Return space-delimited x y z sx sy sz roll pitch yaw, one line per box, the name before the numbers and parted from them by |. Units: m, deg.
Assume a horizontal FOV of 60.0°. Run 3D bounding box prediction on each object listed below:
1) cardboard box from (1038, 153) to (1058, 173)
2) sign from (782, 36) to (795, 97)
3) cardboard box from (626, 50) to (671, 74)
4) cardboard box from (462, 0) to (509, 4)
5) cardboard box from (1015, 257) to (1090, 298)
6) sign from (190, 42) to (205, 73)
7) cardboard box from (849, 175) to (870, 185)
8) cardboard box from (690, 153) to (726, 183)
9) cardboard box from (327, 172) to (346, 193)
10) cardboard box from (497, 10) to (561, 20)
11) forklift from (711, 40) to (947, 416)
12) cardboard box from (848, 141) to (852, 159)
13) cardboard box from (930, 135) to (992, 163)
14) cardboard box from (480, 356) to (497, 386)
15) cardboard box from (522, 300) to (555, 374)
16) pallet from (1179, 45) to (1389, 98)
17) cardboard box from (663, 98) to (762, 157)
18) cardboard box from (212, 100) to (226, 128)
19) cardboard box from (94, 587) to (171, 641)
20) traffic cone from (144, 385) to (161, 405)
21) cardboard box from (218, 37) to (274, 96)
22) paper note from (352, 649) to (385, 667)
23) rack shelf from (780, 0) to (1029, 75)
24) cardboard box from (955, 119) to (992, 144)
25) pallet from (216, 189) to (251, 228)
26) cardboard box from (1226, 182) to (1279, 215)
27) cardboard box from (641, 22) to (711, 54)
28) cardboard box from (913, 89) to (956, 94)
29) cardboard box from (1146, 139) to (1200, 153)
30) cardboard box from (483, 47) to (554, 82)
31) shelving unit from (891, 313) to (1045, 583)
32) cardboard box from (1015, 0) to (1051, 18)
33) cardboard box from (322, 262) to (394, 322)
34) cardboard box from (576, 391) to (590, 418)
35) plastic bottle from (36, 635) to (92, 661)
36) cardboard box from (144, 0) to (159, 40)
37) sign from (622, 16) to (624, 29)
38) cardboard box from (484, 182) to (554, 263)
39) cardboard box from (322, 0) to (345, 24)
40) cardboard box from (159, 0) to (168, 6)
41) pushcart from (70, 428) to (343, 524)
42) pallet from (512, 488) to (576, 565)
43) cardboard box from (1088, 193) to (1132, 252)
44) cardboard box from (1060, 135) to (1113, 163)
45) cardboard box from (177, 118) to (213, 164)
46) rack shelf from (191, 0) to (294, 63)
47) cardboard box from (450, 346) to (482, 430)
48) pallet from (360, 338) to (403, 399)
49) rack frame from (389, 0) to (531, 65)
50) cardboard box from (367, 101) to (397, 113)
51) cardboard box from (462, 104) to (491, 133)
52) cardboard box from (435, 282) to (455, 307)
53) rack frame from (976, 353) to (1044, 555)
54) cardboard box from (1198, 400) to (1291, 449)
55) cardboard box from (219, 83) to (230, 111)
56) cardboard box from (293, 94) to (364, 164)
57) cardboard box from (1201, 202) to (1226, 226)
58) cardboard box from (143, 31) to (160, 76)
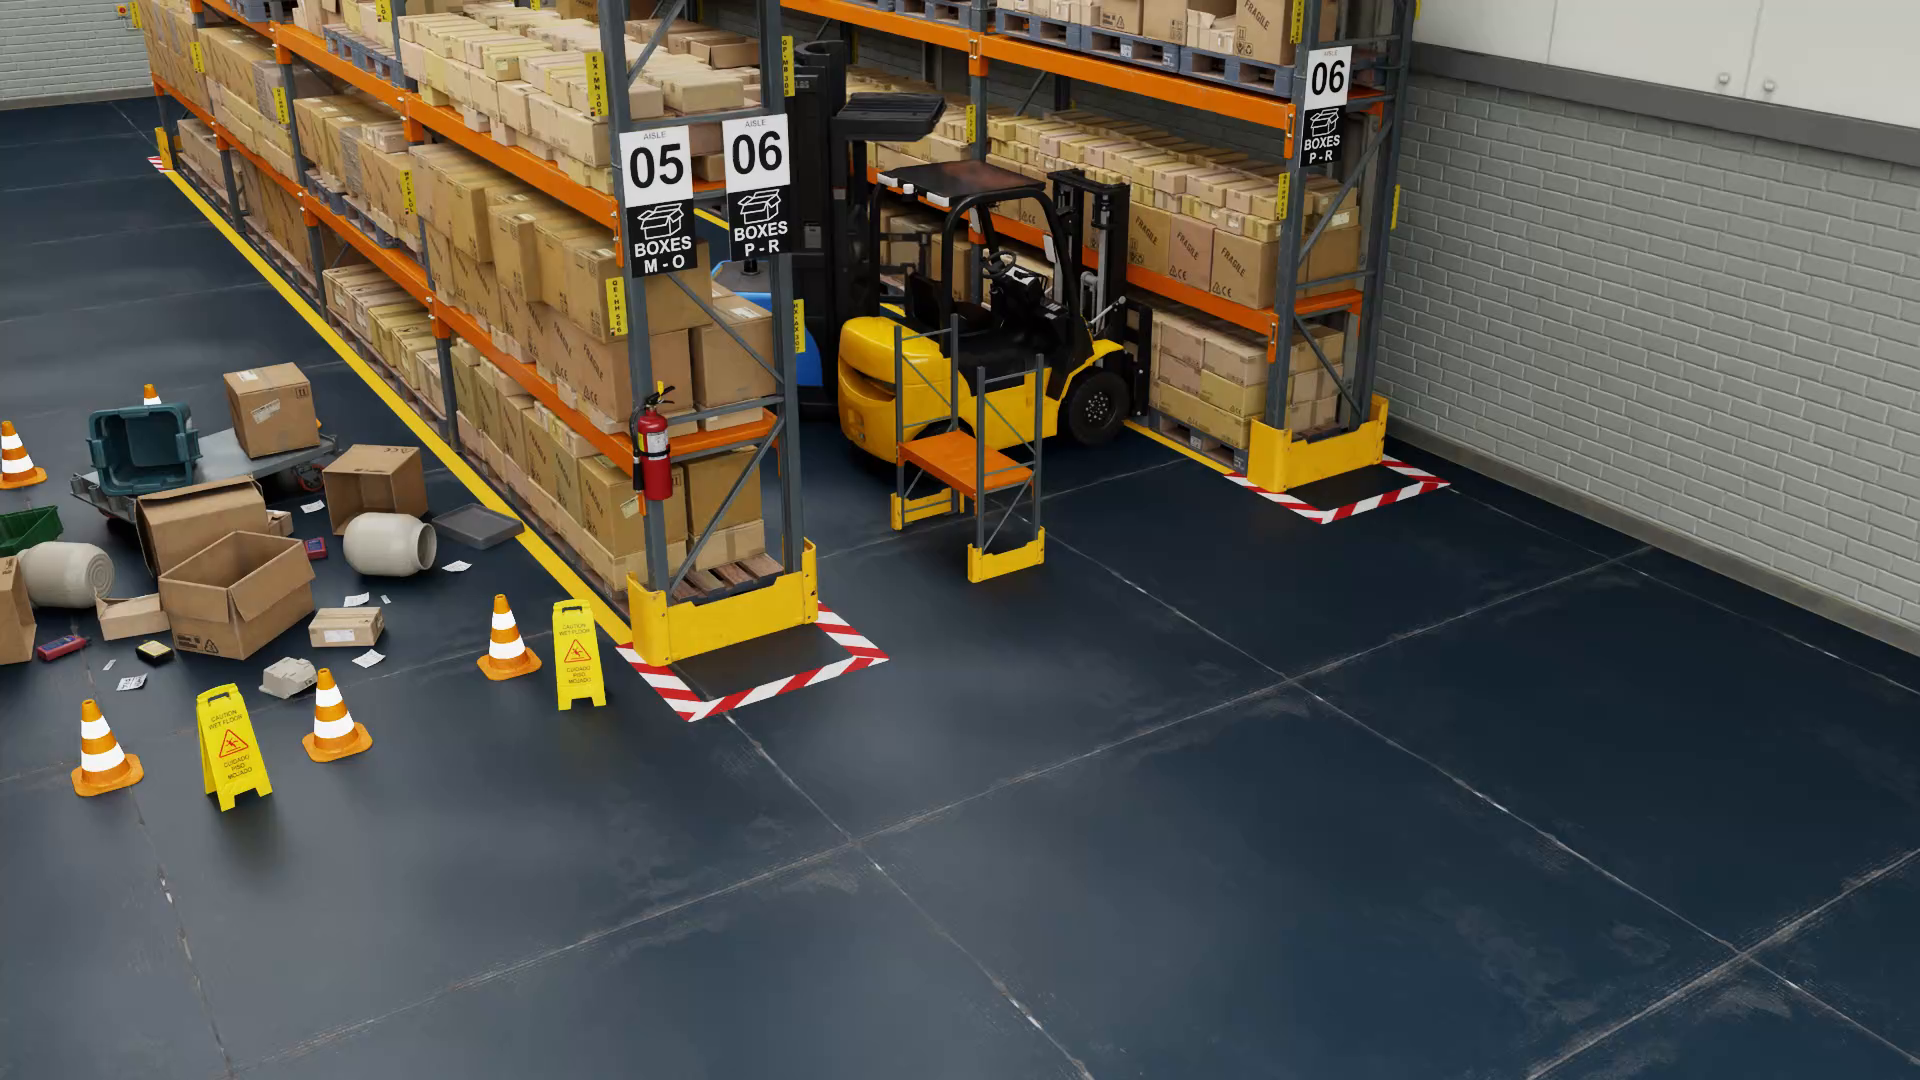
cardboard box | 0.884 -3.215 14.133 0.380 0.149 0.250 -15 29 -28
sign | -0.969 -2.626 9.224 0.100 0.325 0.005 -16 29 -30
cardboard box | -1.972 -2.889 10.166 0.380 0.149 0.250 -16 29 -30
cardboard box | -3.871 -4.361 13.022 0.500 0.250 0.500 -16 30 -31
cardboard box | 0.822 -2.304 14.636 0.500 0.250 0.500 -15 29 -29
sign | -8.438 -5.337 18.398 0.100 0.325 0.005 -16 29 -30
cardboard box | -1.305 -3.657 18.235 0.875 0.625 0.625 -15 29 -28
cardboard box | -1.332 -2.185 9.607 0.380 0.149 0.250 -16 29 -30
cardboard box | -5.399 -3.205 14.790 0.380 0.149 0.250 -15 29 -29
cardboard box | -3.045 -3.644 11.765 0.380 0.149 0.250 -16 30 -31
forklift | -0.629 -2.508 13.591 3.031 2.935 1.130 2 25 5
cardboard box | -1.039 -4.120 17.102 0.500 0.250 0.500 -17 30 -31
cardboard box | 0.068 -3.611 15.438 0.500 0.250 0.500 -16 30 -31
cardboard box | -3.211 -1.241 11.919 0.380 0.149 0.250 -14 29 -28
cardboard box | -2.490 -1.417 10.735 0.500 0.500 0.500 -16 29 -30
pallet | 2.369 -3.481 12.163 1.003 0.211 1.213 -16 29 -30
cardboard box | -1.475 -2.413 9.623 0.500 0.250 0.500 -16 30 -30
cardboard box | -7.955 -4.753 18.443 0.500 0.250 0.500 -16 30 -31
cardboard box | -5.218 0.433 10.484 0.396 0.266 0.258 -10 27 -21
traffic cone | -6.453 -1.019 13.329 0.336 0.463 0.334 -16 29 -30
cardboard box | -7.402 -4.957 17.411 0.500 0.500 0.500 -16 30 -31
paper note | -3.607 0.721 10.150 0.142 0.019 0.148 18 31 33
rack shelf | -0.542 -5.083 16.295 1.077 0.370 4.000 -16 29 -30
cardboard box | 0.177 -3.745 15.256 0.380 0.149 0.250 -14 29 -28
pallet | -8.324 -4.069 20.085 1.003 0.211 1.213 -16 29 -30
cardboard box | 2.201 -2.539 12.351 0.380 0.149 0.250 -15 29 -29
cardboard box | -3.458 -6.023 20.347 0.700 0.500 0.500 -15 29 -29
cardboard box | -0.255 -4.407 16.657 0.380 0.149 0.250 -15 29 -29
cardboard box | 1.761 -3.202 13.757 0.380 0.149 0.250 -15 29 -28
cardboard box | -2.721 -2.944 10.281 0.380 0.149 0.250 -15 29 -28
shelving unit | 0.042 -0.651 11.334 0.587 1.500 1.083 -16 29 -30
cardboard box | 0.800 -4.533 13.783 0.500 0.311 0.500 -15 29 -29
cardboard box | -5.490 -2.406 15.882 0.950 0.372 0.625 -18 31 -33
cardboard box | -2.160 -0.879 10.356 0.380 0.149 0.250 -16 30 -30
plastic bottle | -5.524 0.652 10.259 0.133 0.061 0.283 18 31 33
cardboard box | -9.846 -6.547 20.778 0.500 0.500 0.500 -16 30 -31
sign | -4.268 -6.460 20.869 0.100 0.325 0.005 -16 29 -30
cardboard box | -2.676 -2.063 10.933 0.700 0.500 0.500 -16 29 -30
cardboard box | -4.934 -4.473 14.040 0.797 0.503 0.637 -16 29 -30
cardboard box | -9.385 -6.505 19.930 0.380 0.149 0.250 -16 30 -31
pushcart | -5.490 -0.443 12.210 0.936 0.377 1.648 18 31 33
pallet | -2.541 -0.249 11.992 1.003 0.211 1.213 -16 29 -30
cardboard box | 1.406 -2.614 13.619 0.500 0.500 0.500 -15 29 -29
cardboard box | 1.059 -3.262 13.884 0.380 0.149 0.250 -16 30 -30
cardboard box | -9.714 -5.289 21.912 0.875 0.438 0.875 -17 30 -31
rack shelf | -6.882 -5.356 16.872 1.077 0.370 4.000 -16 29 -30
cardboard box | -3.511 -1.190 12.570 0.500 0.500 0.500 -14 29 -27
pallet | -4.703 -1.632 14.923 1.003 0.211 1.213 -16 29 -30
rack frame | -3.607 -4.891 11.532 1.000 3.000 0.127 -16 29 -30
cardboard box | -5.018 -3.699 15.076 0.500 0.500 0.500 -16 30 -30
cardboard box | -3.012 -2.771 10.849 0.380 0.149 0.250 -16 30 -31
cardboard box | -3.704 -1.877 12.470 0.380 0.149 0.250 -16 29 -30
rack frame | 0.324 -0.466 10.942 0.500 1.500 0.032 -16 29 -30
cardboard box | 2.212 -0.947 12.933 0.500 0.250 0.500 -15 29 -29
cardboard box | -7.662 -4.795 17.946 0.500 0.250 0.500 -15 29 -29
cardboard box | -5.739 -3.764 15.214 0.500 0.500 0.500 -16 30 -31
cardboard box | 2.055 -2.495 12.606 0.380 0.149 0.250 -15 29 -29
cardboard box | -10.136 -6.277 21.378 0.500 0.500 0.500 -16 30 -30
